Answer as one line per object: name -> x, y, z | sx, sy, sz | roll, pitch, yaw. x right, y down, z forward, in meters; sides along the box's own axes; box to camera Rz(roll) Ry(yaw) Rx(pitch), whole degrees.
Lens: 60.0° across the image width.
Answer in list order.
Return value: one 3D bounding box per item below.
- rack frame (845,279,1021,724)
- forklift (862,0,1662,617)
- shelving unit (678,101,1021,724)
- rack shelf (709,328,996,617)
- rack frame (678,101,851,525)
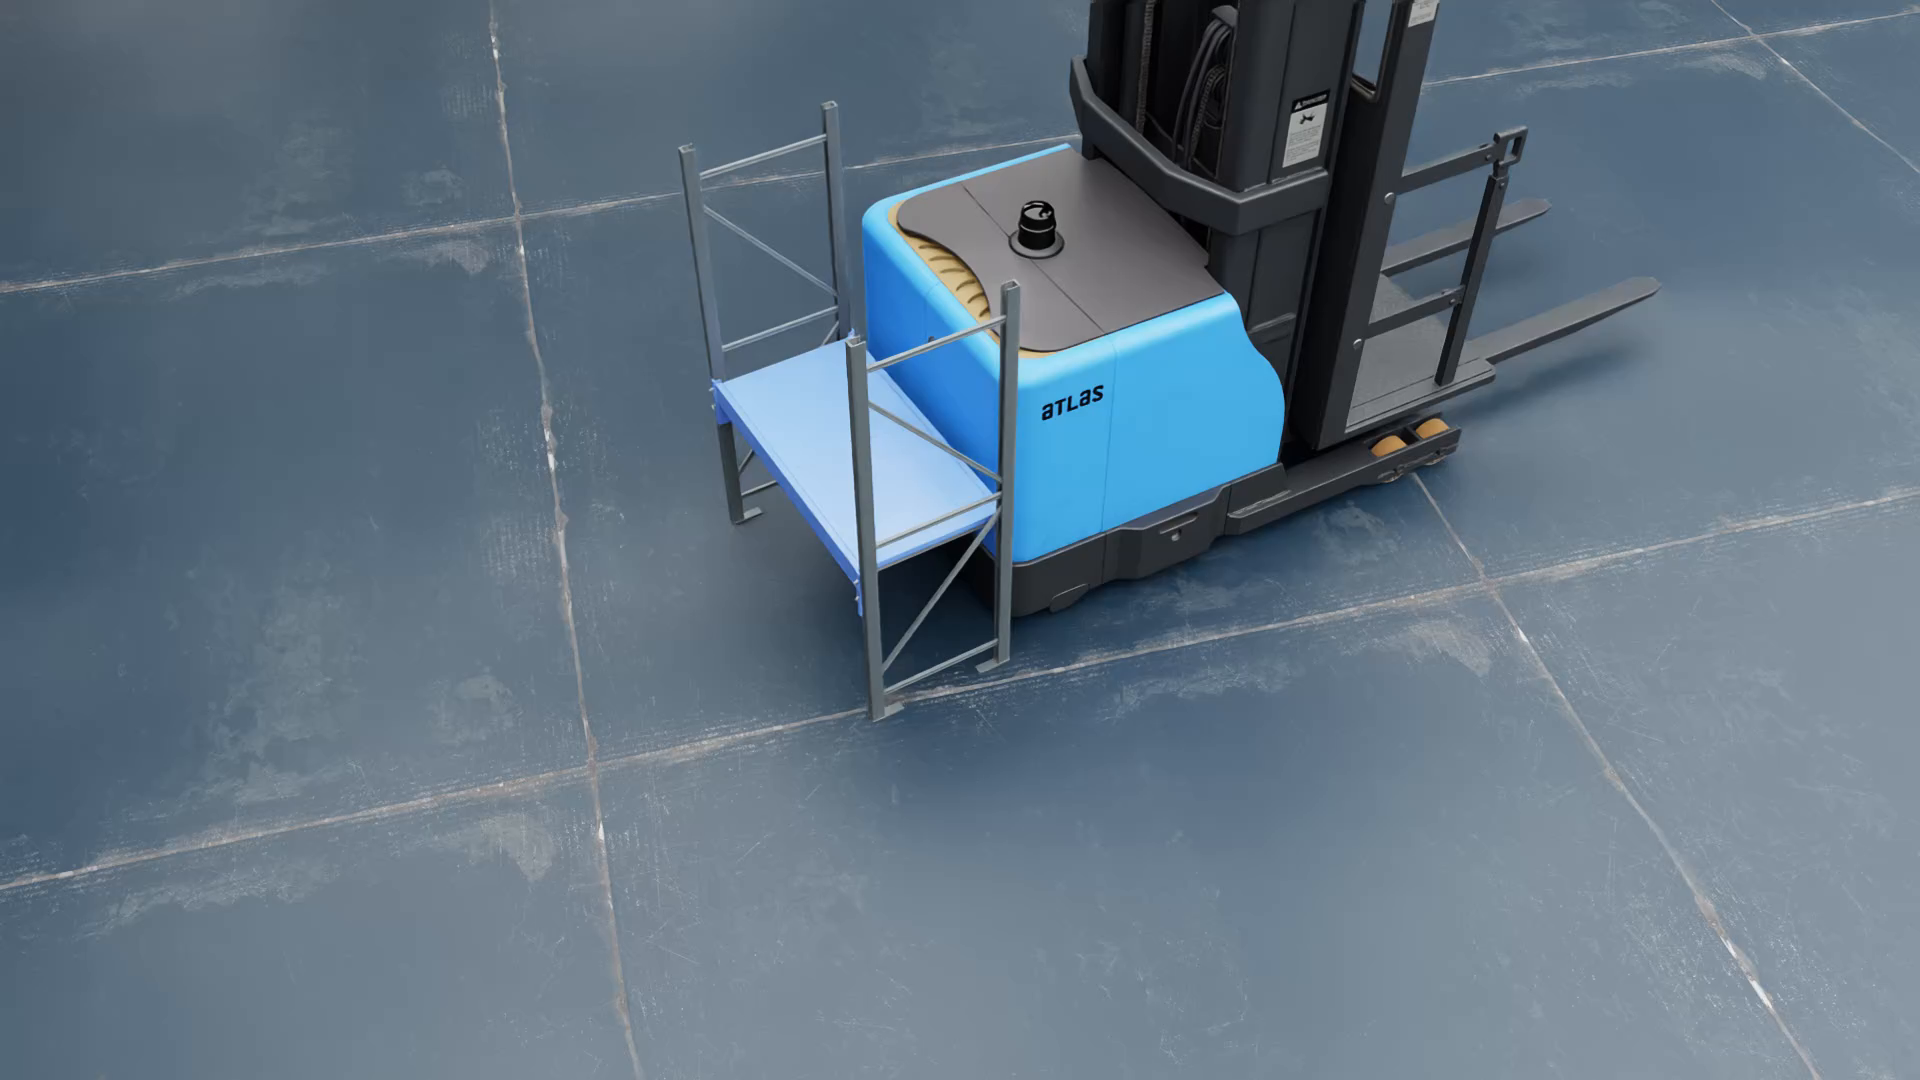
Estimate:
rack frame -> -0.064, -0.052, 4.751 | 0.500, 1.500, 0.032 | -23, 50, -21
forklift -> 1.215, -1.544, 5.210 | 3.031, 2.935, 1.130 | -21, 49, -20
shelving unit -> -0.323, -0.365, 5.057 | 0.538, 1.500, 1.048 | -23, 50, -21
rack shelf -> -0.323, -0.239, 5.186 | 0.538, 0.185, 1.000 | -23, 50, -21
rack frame -> -0.583, -0.677, 5.363 | 0.500, 1.500, 0.032 | -23, 50, -21
